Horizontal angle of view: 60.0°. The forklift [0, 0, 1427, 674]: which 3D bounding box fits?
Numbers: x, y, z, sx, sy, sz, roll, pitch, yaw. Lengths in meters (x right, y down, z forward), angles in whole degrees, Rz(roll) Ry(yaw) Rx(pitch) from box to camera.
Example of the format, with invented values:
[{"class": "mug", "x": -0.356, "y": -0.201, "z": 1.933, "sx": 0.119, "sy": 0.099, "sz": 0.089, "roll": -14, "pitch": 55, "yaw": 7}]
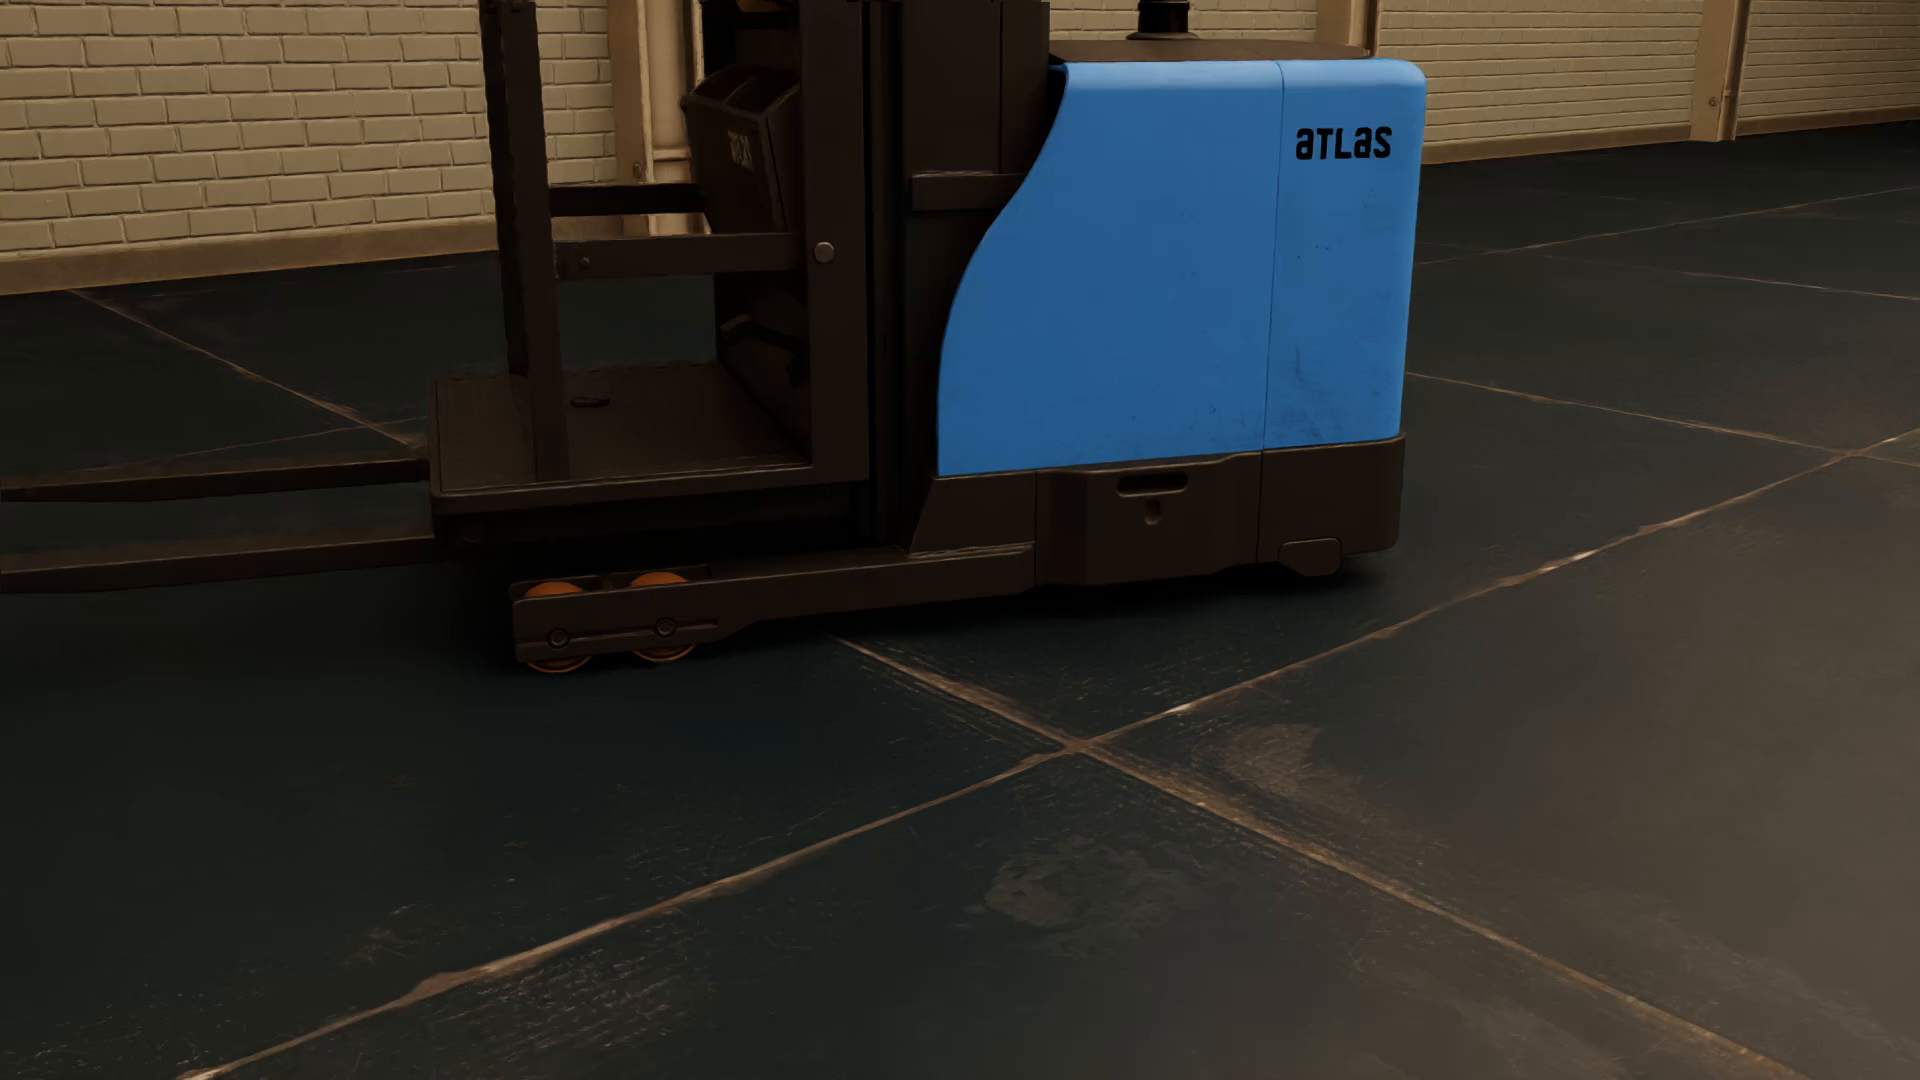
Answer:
[{"class": "forklift", "x": -0.626, "y": -1.329, "z": 3.187, "sx": 3.031, "sy": 2.935, "sz": 1.130, "roll": -5, "pitch": 18, "yaw": -16}]
